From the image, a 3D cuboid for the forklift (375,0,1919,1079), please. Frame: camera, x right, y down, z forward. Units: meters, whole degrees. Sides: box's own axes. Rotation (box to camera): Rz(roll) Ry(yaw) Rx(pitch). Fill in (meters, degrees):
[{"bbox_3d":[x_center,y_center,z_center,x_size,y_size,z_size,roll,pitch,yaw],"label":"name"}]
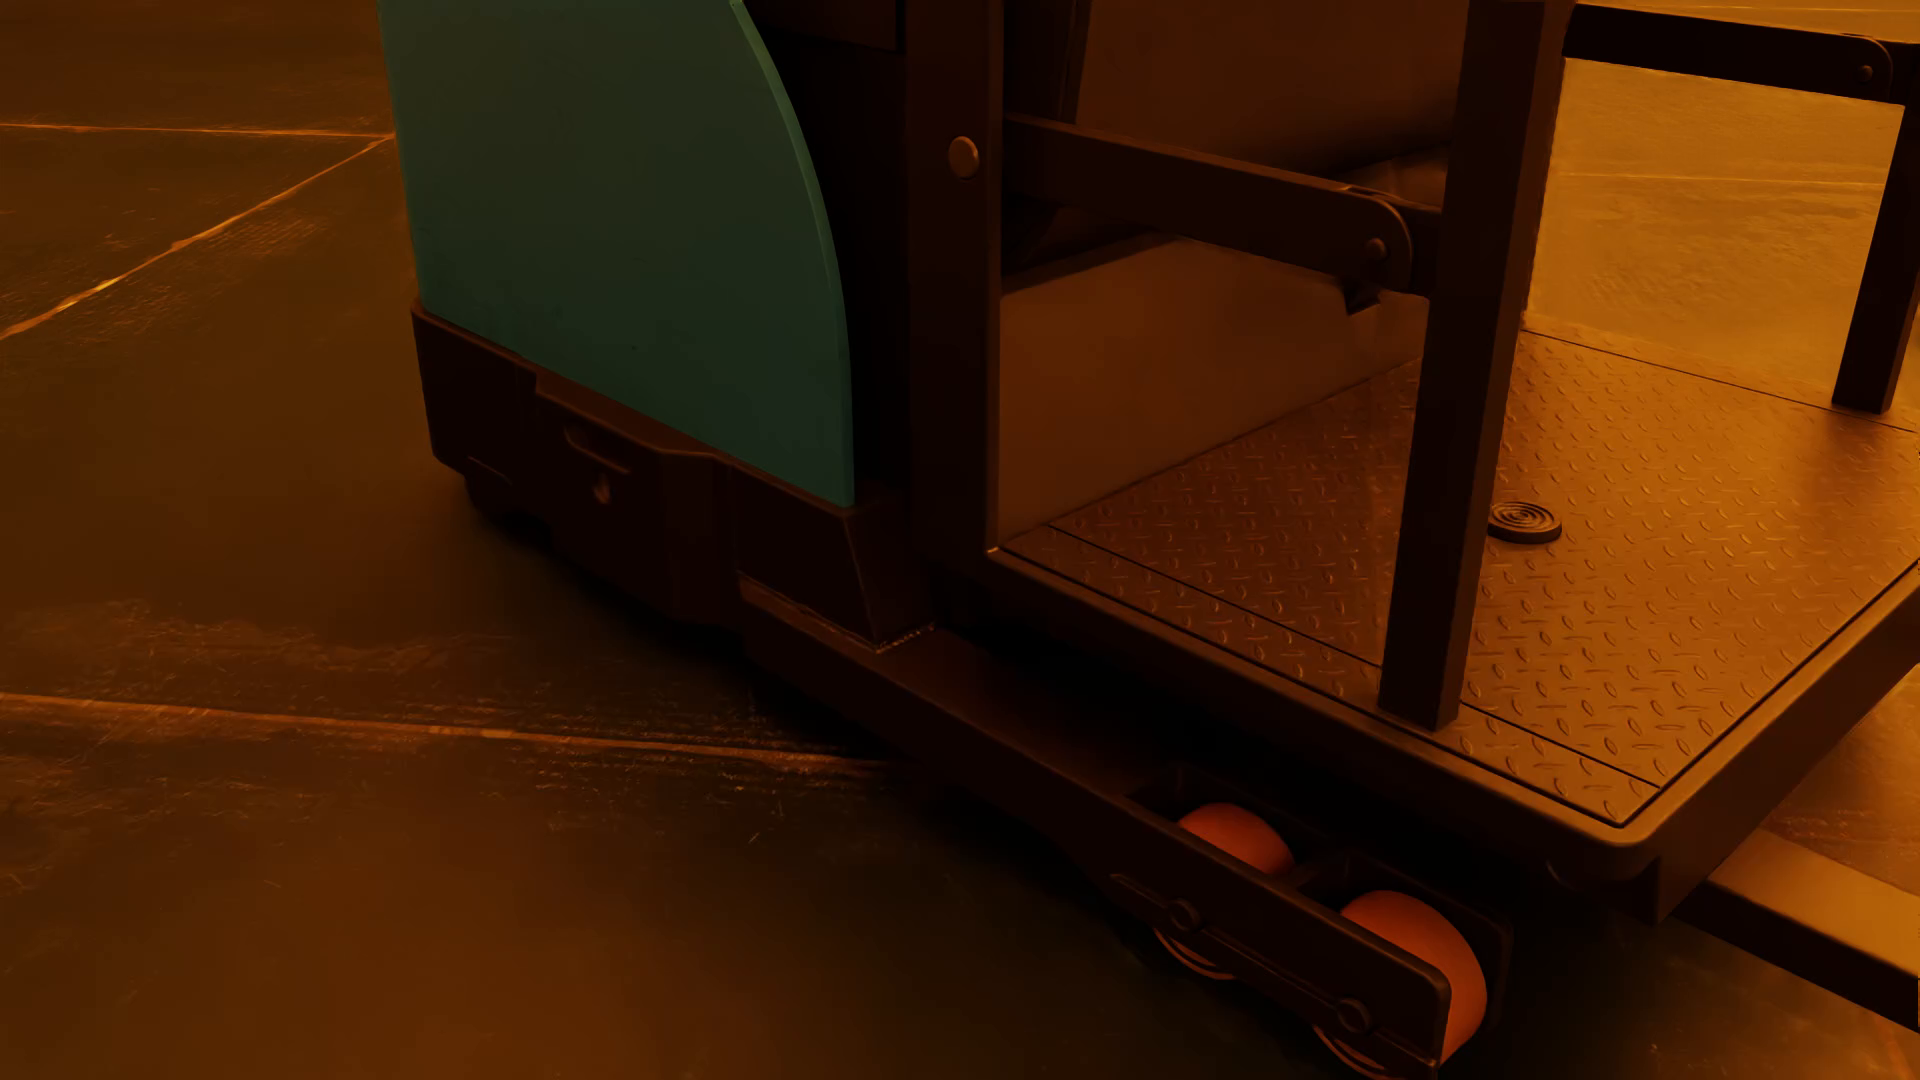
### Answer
[{"bbox_3d":[0.552,-1.081,1.384,1.130,2.935,3.031,-24,35,-39],"label":"forklift"}]
